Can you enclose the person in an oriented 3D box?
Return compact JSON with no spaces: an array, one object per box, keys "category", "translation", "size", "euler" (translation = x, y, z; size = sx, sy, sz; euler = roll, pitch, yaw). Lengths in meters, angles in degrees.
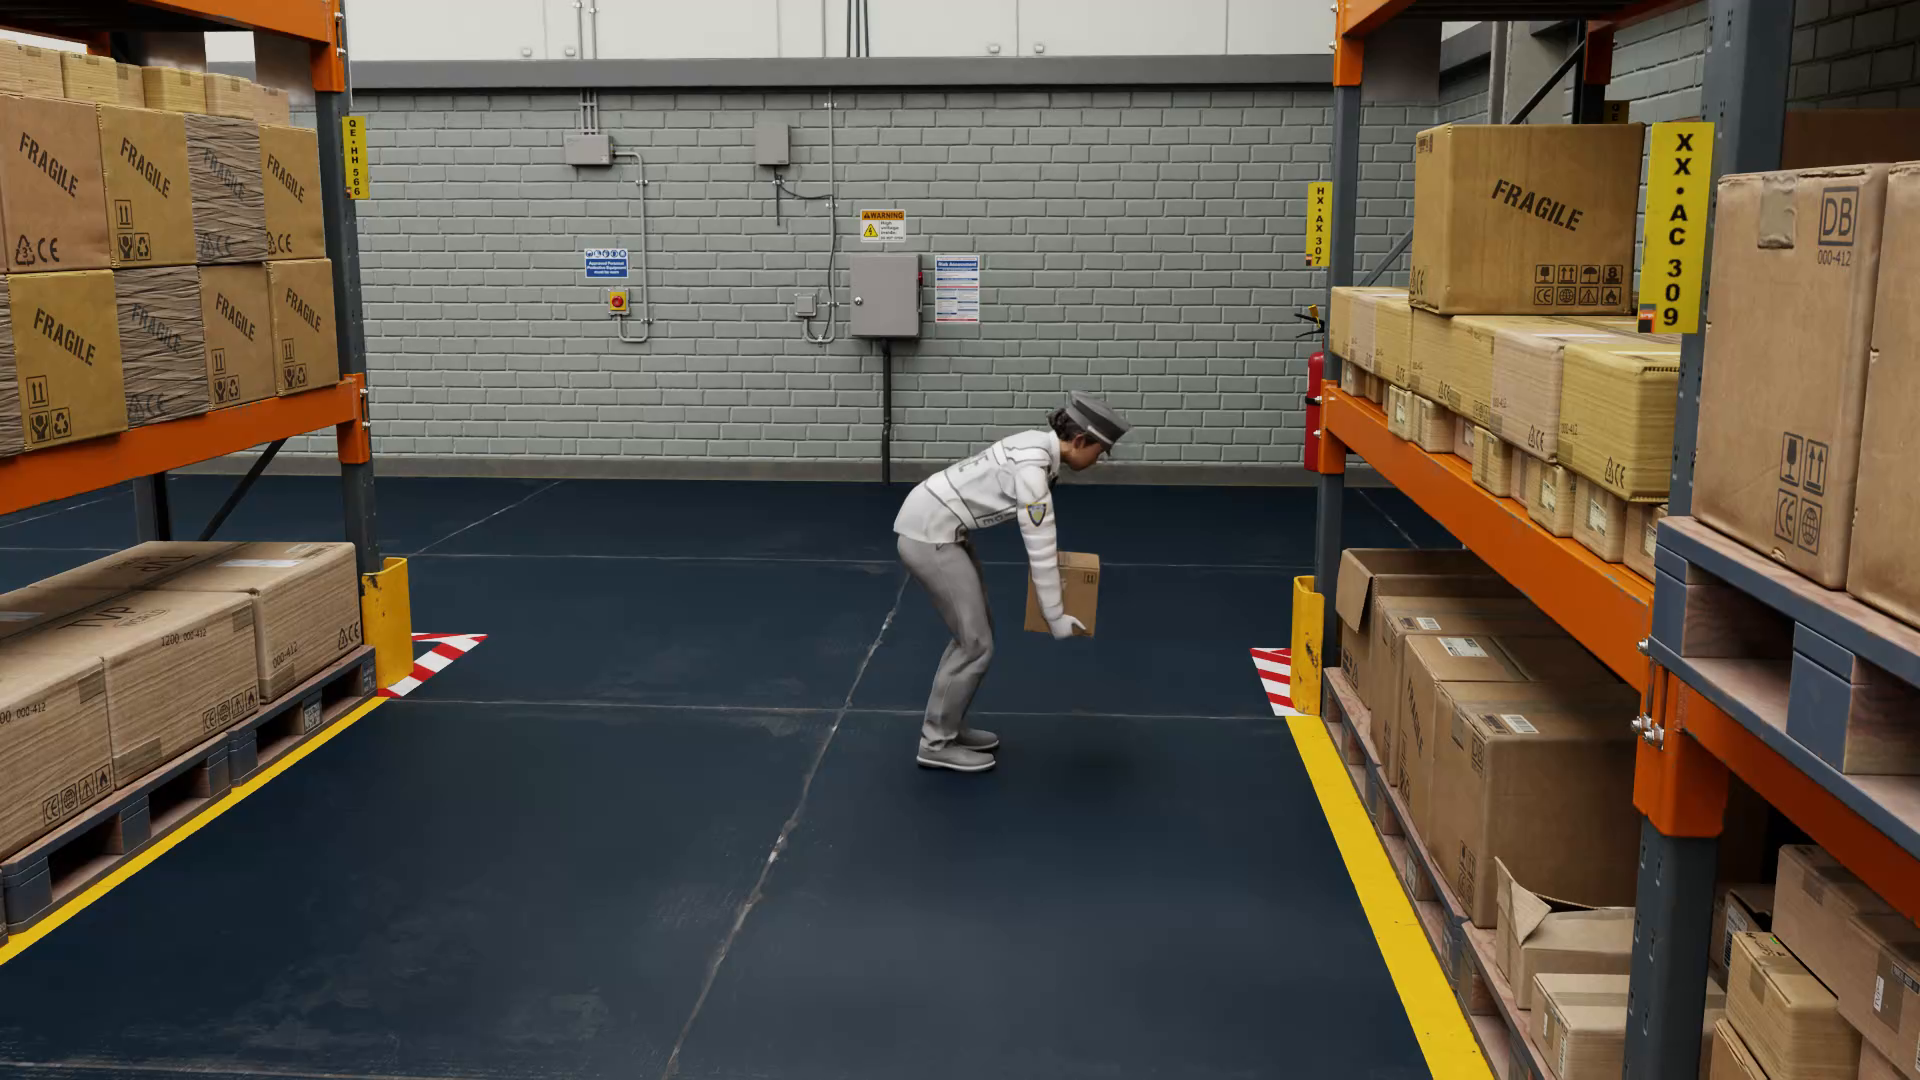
[{"category":"person","translation":[0.185,0.140,6.023],"size":[0.849,1.359,0.419],"euler":[0,11,2]}]
